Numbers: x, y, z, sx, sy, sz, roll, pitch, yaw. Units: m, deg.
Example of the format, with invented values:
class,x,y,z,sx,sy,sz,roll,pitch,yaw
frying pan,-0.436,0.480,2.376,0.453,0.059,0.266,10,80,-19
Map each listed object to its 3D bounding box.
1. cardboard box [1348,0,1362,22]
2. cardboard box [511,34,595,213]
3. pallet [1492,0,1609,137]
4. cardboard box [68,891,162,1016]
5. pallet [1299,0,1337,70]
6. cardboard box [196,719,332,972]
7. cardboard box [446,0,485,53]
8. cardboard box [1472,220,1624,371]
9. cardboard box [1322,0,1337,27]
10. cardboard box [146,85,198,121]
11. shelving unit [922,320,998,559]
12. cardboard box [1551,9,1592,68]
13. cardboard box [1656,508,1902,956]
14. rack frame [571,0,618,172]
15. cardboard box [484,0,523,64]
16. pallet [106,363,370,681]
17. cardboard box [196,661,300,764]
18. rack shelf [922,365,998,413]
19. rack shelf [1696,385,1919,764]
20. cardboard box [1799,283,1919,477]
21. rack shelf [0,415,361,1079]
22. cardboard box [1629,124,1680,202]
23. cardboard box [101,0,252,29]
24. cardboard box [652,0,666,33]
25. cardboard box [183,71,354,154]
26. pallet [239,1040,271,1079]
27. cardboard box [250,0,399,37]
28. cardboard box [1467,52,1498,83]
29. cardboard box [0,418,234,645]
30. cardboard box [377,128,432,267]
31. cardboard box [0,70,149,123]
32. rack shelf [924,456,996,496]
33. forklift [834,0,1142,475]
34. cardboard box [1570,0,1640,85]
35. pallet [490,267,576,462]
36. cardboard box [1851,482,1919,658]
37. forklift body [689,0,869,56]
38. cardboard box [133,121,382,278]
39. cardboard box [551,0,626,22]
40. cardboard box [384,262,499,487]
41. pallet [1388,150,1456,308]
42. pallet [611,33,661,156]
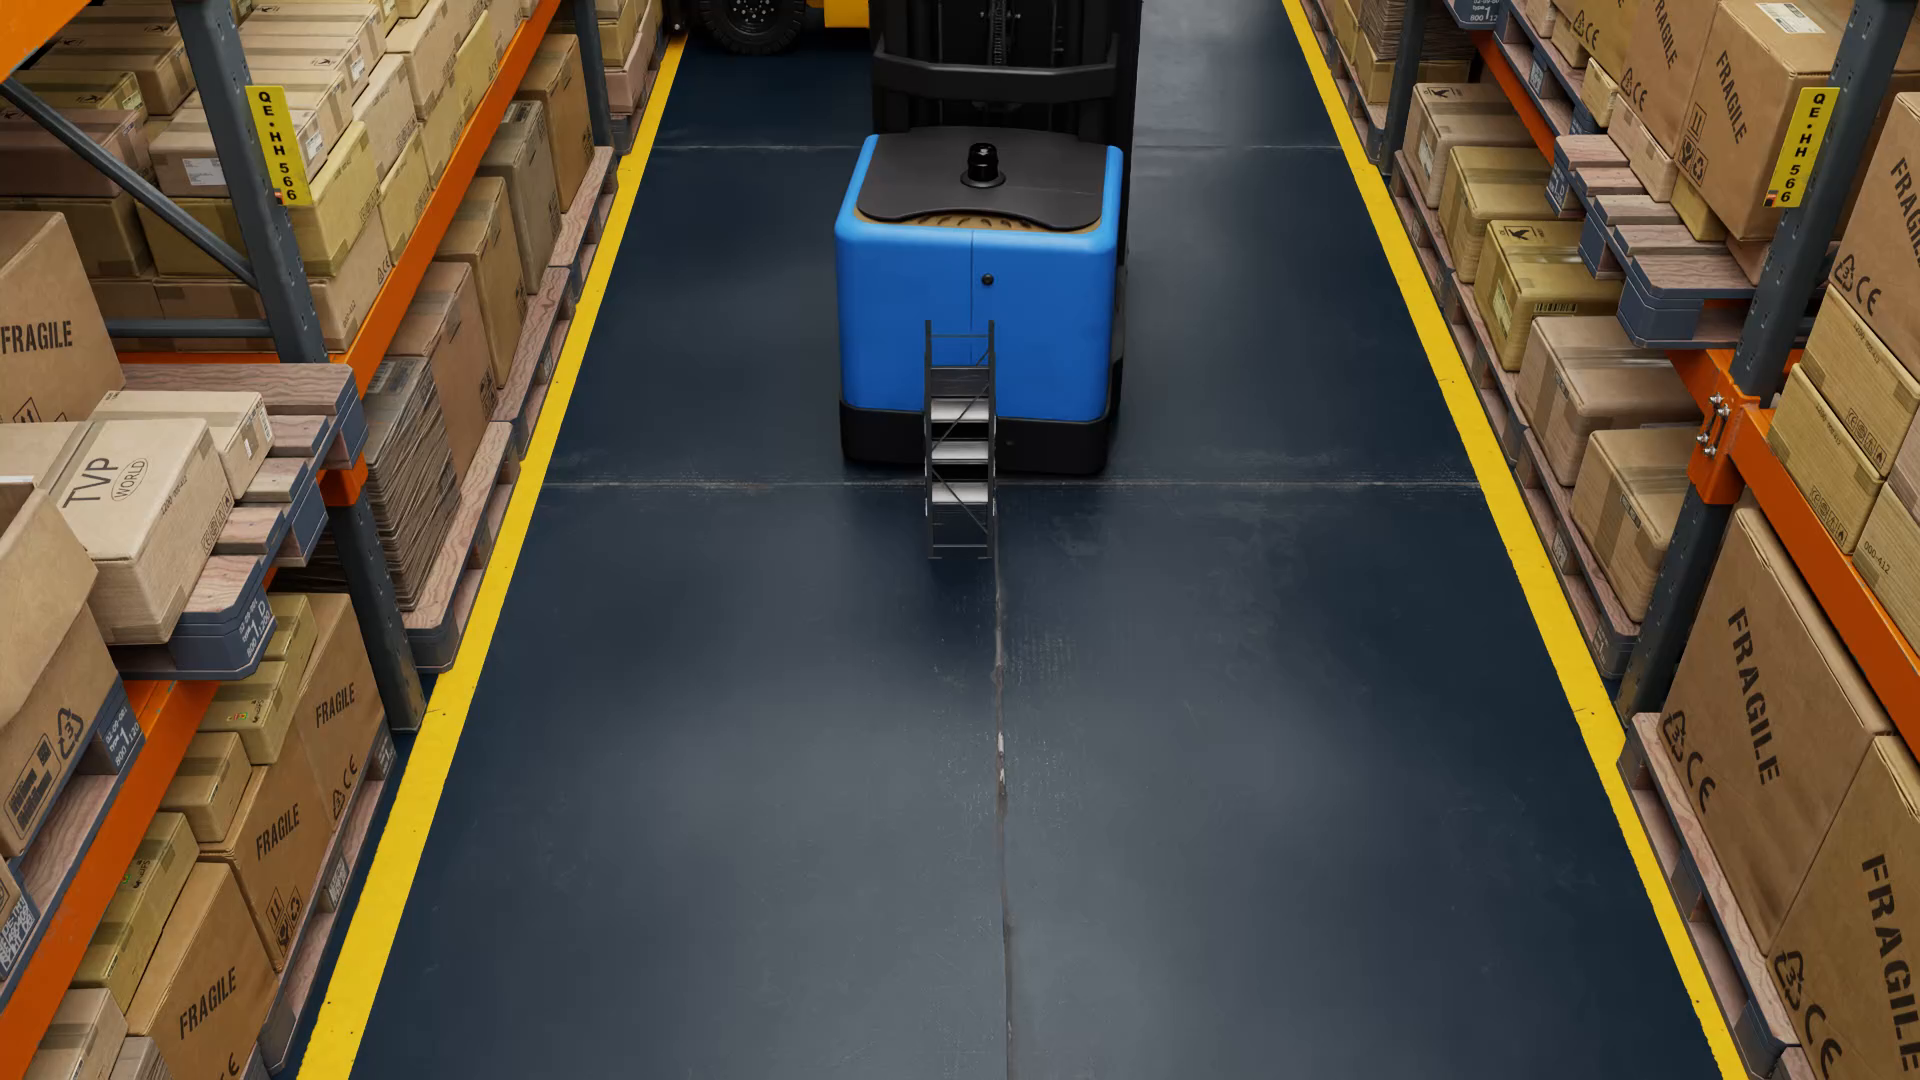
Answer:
class,x,y,z,sx,sy,sz,roll,pitch,yaw
cardboard box,2.409,-3.153,9.050,0.500,0.500,0.500,1,39,1
cardboard box,-2.272,-1.987,7.894,0.875,0.625,0.625,2,39,2
pallet,2.642,-1.744,6.180,1.003,0.211,1.213,0,39,0
cardboard box,-2.082,0.949,3.812,0.380,0.149,0.250,-1,39,-1
pallet,2.640,-3.179,10.048,1.003,0.211,1.213,0,39,0
cardboard box,-2.073,0.814,4.498,0.500,0.500,0.500,-1,39,-1
cardboard box,-2.043,-1.949,6.003,0.500,0.250,0.500,0,39,1
cardboard box,2.690,-1.008,6.875,0.950,0.372,0.625,1,39,1
cardboard box,2.404,-3.193,9.699,0.500,0.250,0.500,1,39,1
cardboard box,-2.560,-1.312,5.208,0.500,0.250,0.500,0,39,0
shelving unit,0.000,-0.346,5.962,0.258,0.900,0.210,0,39,0
cardboard box,2.368,-1.820,5.988,0.380,0.149,0.250,-1,39,-1
cardboard box,2.602,0.517,4.570,0.875,0.875,0.875,0,39,0
rack frame,-2.284,-3.076,7.690,1.000,3.000,0.127,0,39,0
cardboard box,-2.045,-2.078,6.564,0.500,0.250,0.500,0,39,0
pallet,-2.208,-0.076,4.100,1.213,0.211,1.003,0,39,0
cardboard box,-1.994,0.463,4.418,0.380,0.149,0.250,-2,39,-2
rack shelf,0.000,-0.531,5.814,0.258,0.077,0.200,0,39,0
rack shelf,2.687,0.951,3.240,1.077,0.370,4.000,0,39,0
cardboard box,2.438,-0.400,4.071,0.500,0.250,0.500,0,39,0
rack shelf,-2.277,0.957,3.233,1.077,0.370,4.000,0,39,0
cardboard box,2.331,-1.176,5.184,0.380,0.149,0.250,0,39,0
cardboard box,-2.526,-1.713,5.390,0.380,0.149,0.250,0,39,0
cardboard box,-1.985,-3.109,9.593,0.500,0.250,0.500,1,39,1
cardboard box,-1.986,-1.233,4.792,0.380,0.149,0.250,1,39,1
pallet,-2.317,1.741,3.908,1.003,0.211,1.213,0,39,0
cardboard box,-2.055,-1.715,5.392,0.380,0.149,0.250,0,39,0
cardboard box,2.949,-2.542,8.886,0.500,0.250,0.500,-2,39,-2
cardboard box,-1.954,-0.020,3.661,0.500,0.250,0.500,-2,39,-2
cardboard box,-2.031,-1.108,5.354,0.500,0.250,0.500,-1,39,-1
cardboard box,-2.594,-1.234,4.792,0.380,0.149,0.250,1,39,1
rack shelf,0.000,-0.250,6.039,0.258,0.077,0.200,0,39,0
forklift,0.207,-2.311,6.790,1.130,2.935,3.031,4,39,5
cardboard box,2.393,-1.823,5.472,0.500,0.500,0.500,-3,39,-3
pallet,-2.239,-0.762,7.033,1.003,0.211,1.213,0,39,0
cardboard box,2.452,0.105,3.840,0.500,0.250,0.500,-1,39,-1
forklift body,-0.462,-4.062,9.599,2.313,2.155,1.214,0,39,0
cardboard box,-2.010,-0.989,4.806,0.500,0.250,0.500,0,39,0
cardboard box,-1.970,-2.860,8.483,0.500,0.250,0.500,-1,39,-1
cardboard box,-2.275,-0.611,6.176,0.875,0.625,0.625,1,39,1
pallet,2.683,-1.507,7.962,1.003,0.211,1.213,0,39,0
pallet,-2.243,-2.485,9.182,1.003,0.211,1.213,0,39,0
